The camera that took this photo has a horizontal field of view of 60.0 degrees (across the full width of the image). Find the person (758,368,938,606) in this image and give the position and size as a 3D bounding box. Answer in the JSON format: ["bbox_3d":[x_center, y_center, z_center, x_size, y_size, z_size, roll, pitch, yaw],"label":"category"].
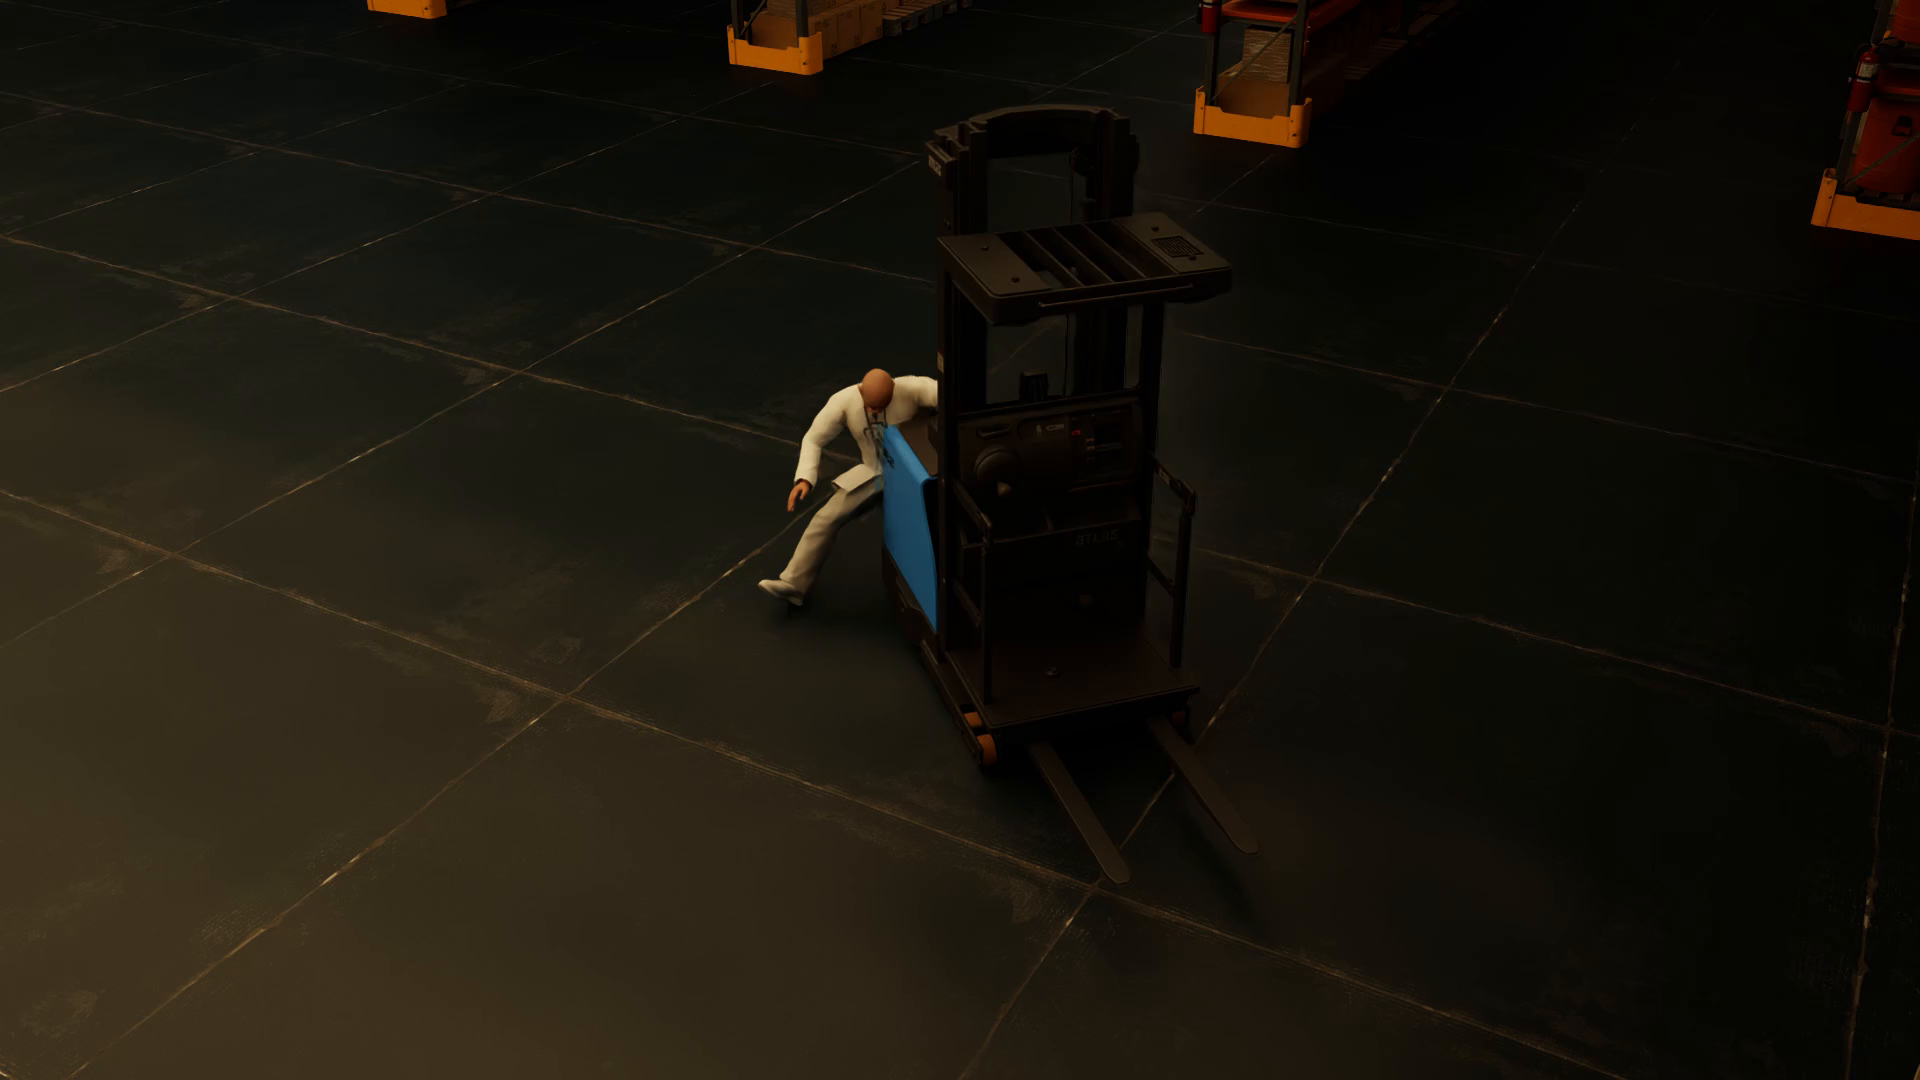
[{"bbox_3d":[-0.368,-0.290,9.135,1.314,1.414,0.943,8,31,13],"label":"person"}]

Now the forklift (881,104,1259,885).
[{"bbox_3d":[0.506,-0.389,7.745,1.130,2.935,3.031,-9,31,-16],"label":"forklift"}]
